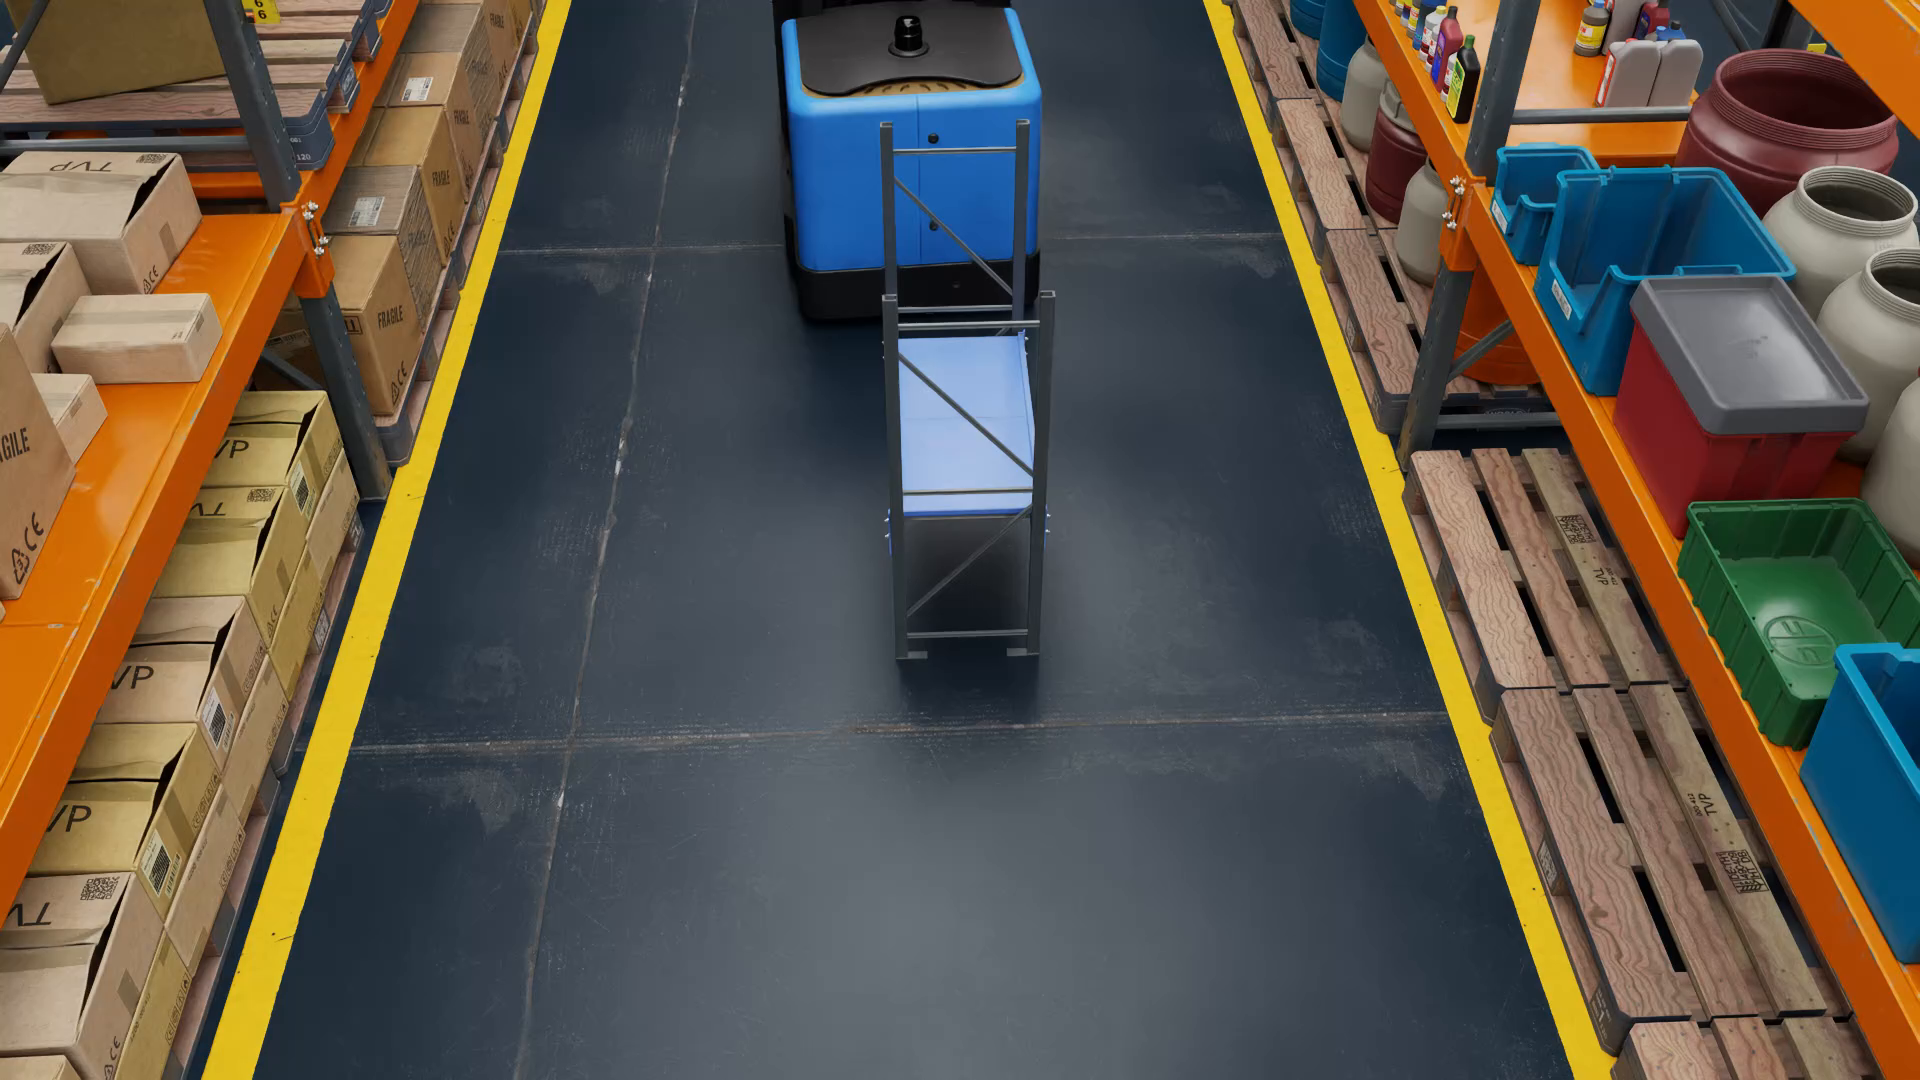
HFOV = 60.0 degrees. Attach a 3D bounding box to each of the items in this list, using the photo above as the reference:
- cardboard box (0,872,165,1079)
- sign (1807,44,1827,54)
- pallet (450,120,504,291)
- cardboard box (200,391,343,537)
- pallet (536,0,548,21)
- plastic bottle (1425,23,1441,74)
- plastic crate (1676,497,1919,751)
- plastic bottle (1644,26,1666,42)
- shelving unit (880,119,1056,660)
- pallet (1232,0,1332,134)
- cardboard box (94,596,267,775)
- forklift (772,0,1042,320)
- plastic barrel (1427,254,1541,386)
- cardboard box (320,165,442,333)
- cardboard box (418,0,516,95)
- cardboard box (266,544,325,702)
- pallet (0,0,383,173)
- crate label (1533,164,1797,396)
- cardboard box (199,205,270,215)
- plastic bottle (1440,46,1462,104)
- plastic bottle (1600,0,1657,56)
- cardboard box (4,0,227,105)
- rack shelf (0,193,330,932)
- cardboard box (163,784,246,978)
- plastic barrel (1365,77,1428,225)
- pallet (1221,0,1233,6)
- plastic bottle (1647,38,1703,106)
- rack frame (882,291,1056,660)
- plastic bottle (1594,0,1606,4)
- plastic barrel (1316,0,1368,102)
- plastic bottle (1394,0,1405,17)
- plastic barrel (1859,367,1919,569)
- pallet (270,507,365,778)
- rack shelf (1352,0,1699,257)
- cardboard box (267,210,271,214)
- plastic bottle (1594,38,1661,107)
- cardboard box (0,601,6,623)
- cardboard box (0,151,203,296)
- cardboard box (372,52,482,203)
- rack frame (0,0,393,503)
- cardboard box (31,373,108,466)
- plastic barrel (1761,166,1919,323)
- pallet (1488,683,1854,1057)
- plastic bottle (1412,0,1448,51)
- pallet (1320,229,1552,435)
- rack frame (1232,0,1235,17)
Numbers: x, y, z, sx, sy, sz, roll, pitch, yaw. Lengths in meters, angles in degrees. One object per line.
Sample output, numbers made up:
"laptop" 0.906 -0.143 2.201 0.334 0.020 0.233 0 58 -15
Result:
"cardboard box" -2.351 1.099 4.140 0.500 0.311 0.500 -3 43 -3
"sign" 2.786 -1.500 5.546 0.100 0.325 0.005 -2 43 -2
"pallet" -2.755 -1.579 7.816 1.003 0.211 1.213 -2 43 -2
"cardboard box" -2.444 -0.281 5.646 0.500 0.311 0.500 -1 43 -1
"pallet" -2.911 -3.416 9.821 1.003 0.211 1.213 -2 43 -2
"plastic bottle" 1.797 -1.841 6.186 0.097 0.201 0.097 0 43 0
"plastic crate" 2.050 0.191 3.978 0.450 0.188 0.662 -2 43 -2
"plastic bottle" 2.559 -1.793 6.133 0.097 0.201 0.097 0 43 0
"shelving unit" 0.004 -0.495 5.680 0.538 1.500 1.048 -2 43 -2
"pallet" 2.058 -2.570 8.898 1.003 0.211 1.213 -2 43 -2
"cardboard box" -2.397 0.410 4.892 0.500 0.311 0.500 -2 43 -2
"forklift" -0.341 -3.028 7.384 1.130 2.935 3.031 -5 43 -5
"plastic barrel" 2.199 -1.104 6.530 0.600 0.830 0.708 -2 43 -2
"cardboard box" -2.474 -1.190 6.852 0.500 0.500 0.500 -3 43 -3
"cardboard box" -2.562 -2.562 8.350 0.500 0.500 0.500 -2 43 -2
"cardboard box" -2.421 0.275 5.454 0.500 0.250 0.500 -2 43 -2
"pallet" -2.811 -1.665 5.988 1.213 0.211 1.003 -2 43 -2
"crate label" 2.009 -0.754 4.827 0.502 0.435 0.616 -2 43 -2
"cardboard box" -2.993 -1.460 6.592 0.500 0.250 0.500 0 43 0
"plastic bottle" 1.806 -1.686 6.016 0.097 0.201 0.097 0 43 0
"plastic bottle" 2.521 -1.988 6.290 0.152 0.276 0.135 -2 43 -2
"cardboard box" -2.852 -1.894 5.711 0.700 0.500 0.500 -15 45 -16
"rack shelf" -2.628 0.335 4.197 1.077 0.370 4.000 -2 43 -2
"cardboard box" -2.378 0.962 4.705 0.500 0.250 0.500 -1 43 -1
"plastic barrel" 2.151 -1.778 7.443 0.600 0.588 0.708 -2 43 -2
"pallet" 1.997 -3.587 10.008 1.003 0.211 1.213 -2 43 -2
"plastic bottle" 2.541 -1.675 5.950 0.152 0.276 0.135 -2 43 -2
"rack frame" 0.025 -0.152 5.306 0.500 1.500 0.032 -2 43 -2
"plastic bottle" 2.483 -2.063 6.376 0.097 0.271 0.097 0 43 0
"plastic barrel" 2.103 -2.656 8.169 0.600 0.901 0.708 -2 43 -2
"plastic bottle" 1.776 -2.170 6.545 0.097 0.201 0.097 0 43 0
"plastic barrel" 2.535 -0.209 4.157 0.433 0.535 0.433 0 43 0
"pallet" -2.717 0.305 5.761 1.003 0.211 1.213 -2 43 -2
"rack shelf" 2.152 -2.505 7.295 1.077 0.370 4.000 -2 43 -2
"cardboard box" -2.987 -1.145 6.804 0.500 0.500 0.500 0 43 0
"plastic bottle" 2.389 -1.671 5.945 0.152 0.276 0.135 -2 43 -2
"cardboard box" -2.603 0.171 3.770 0.500 0.500 0.500 -2 43 -2
"cardboard box" -2.741 -1.000 5.187 0.500 0.311 0.500 1 43 1
"cardboard box" -2.518 -1.880 7.606 0.500 0.500 0.500 -3 43 -3
"rack frame" -2.712 -1.280 5.427 1.000 3.000 0.127 -2 43 -2
"cardboard box" -2.602 -0.328 4.574 0.380 0.149 0.250 1 43 1
"plastic barrel" 2.494 -0.773 4.790 0.421 0.512 0.421 0 43 0
"pallet" 2.279 0.954 5.053 1.003 0.211 1.213 -2 43 -2
"plastic bottle" 1.788 -1.999 6.306 0.097 0.271 0.097 0 43 0
"pallet" 2.161 -0.923 7.100 1.003 0.211 1.213 -2 43 -2
"rack frame" 2.067 -4.120 8.525 1.000 3.000 0.127 -2 43 -2
